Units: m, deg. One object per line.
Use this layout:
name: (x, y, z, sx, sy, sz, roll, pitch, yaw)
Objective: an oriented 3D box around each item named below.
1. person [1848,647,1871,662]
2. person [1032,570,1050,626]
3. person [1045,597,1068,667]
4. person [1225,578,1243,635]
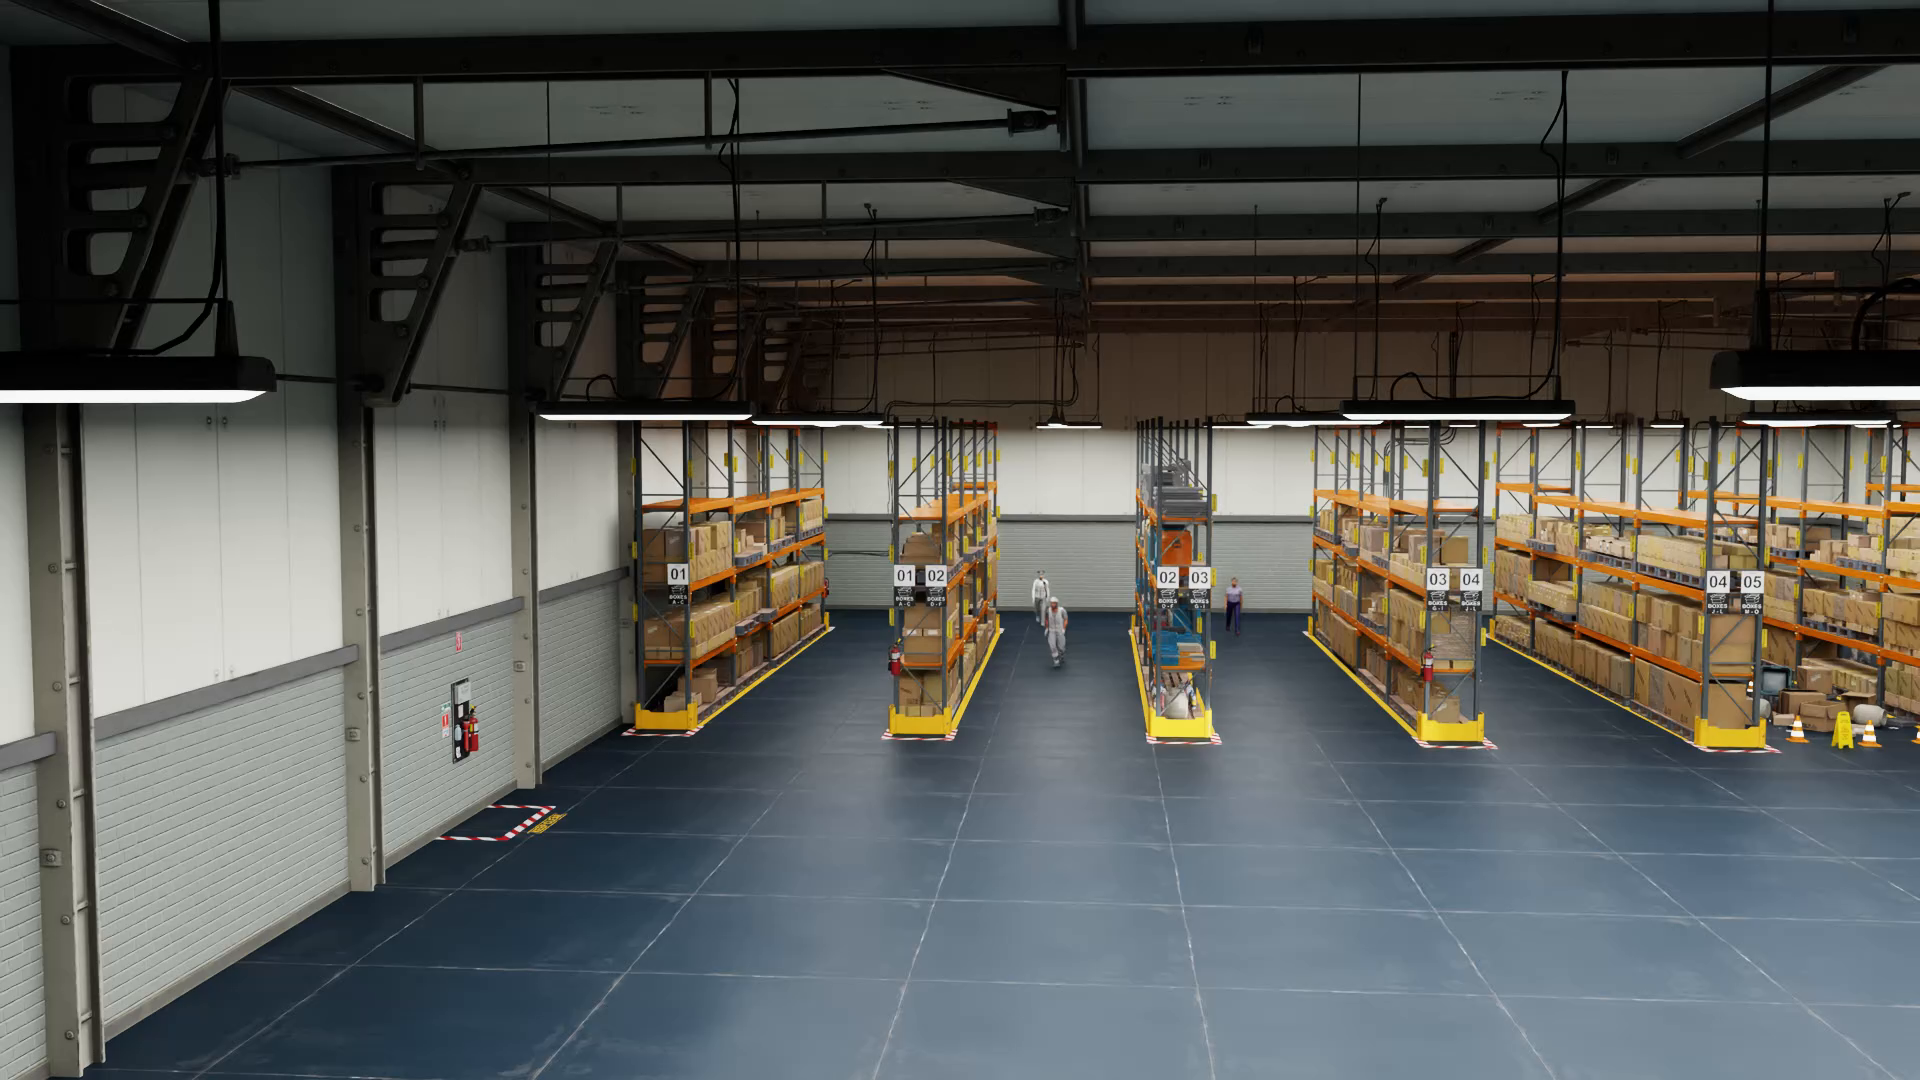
person: (22.360, 2.181, 41.210, 0.547, 1.808, 0.547, -1, 4, -12)
person: (2.385, 1.689, 49.025, 0.510, 1.622, 1.049, 0, 4, 4)
person: (2.354, 2.223, 40.687, 0.592, 1.698, 0.796, 1, 4, 13)
person: (7.717, 1.856, 46.874, 0.529, 1.573, 1.007, 0, 4, 4)
